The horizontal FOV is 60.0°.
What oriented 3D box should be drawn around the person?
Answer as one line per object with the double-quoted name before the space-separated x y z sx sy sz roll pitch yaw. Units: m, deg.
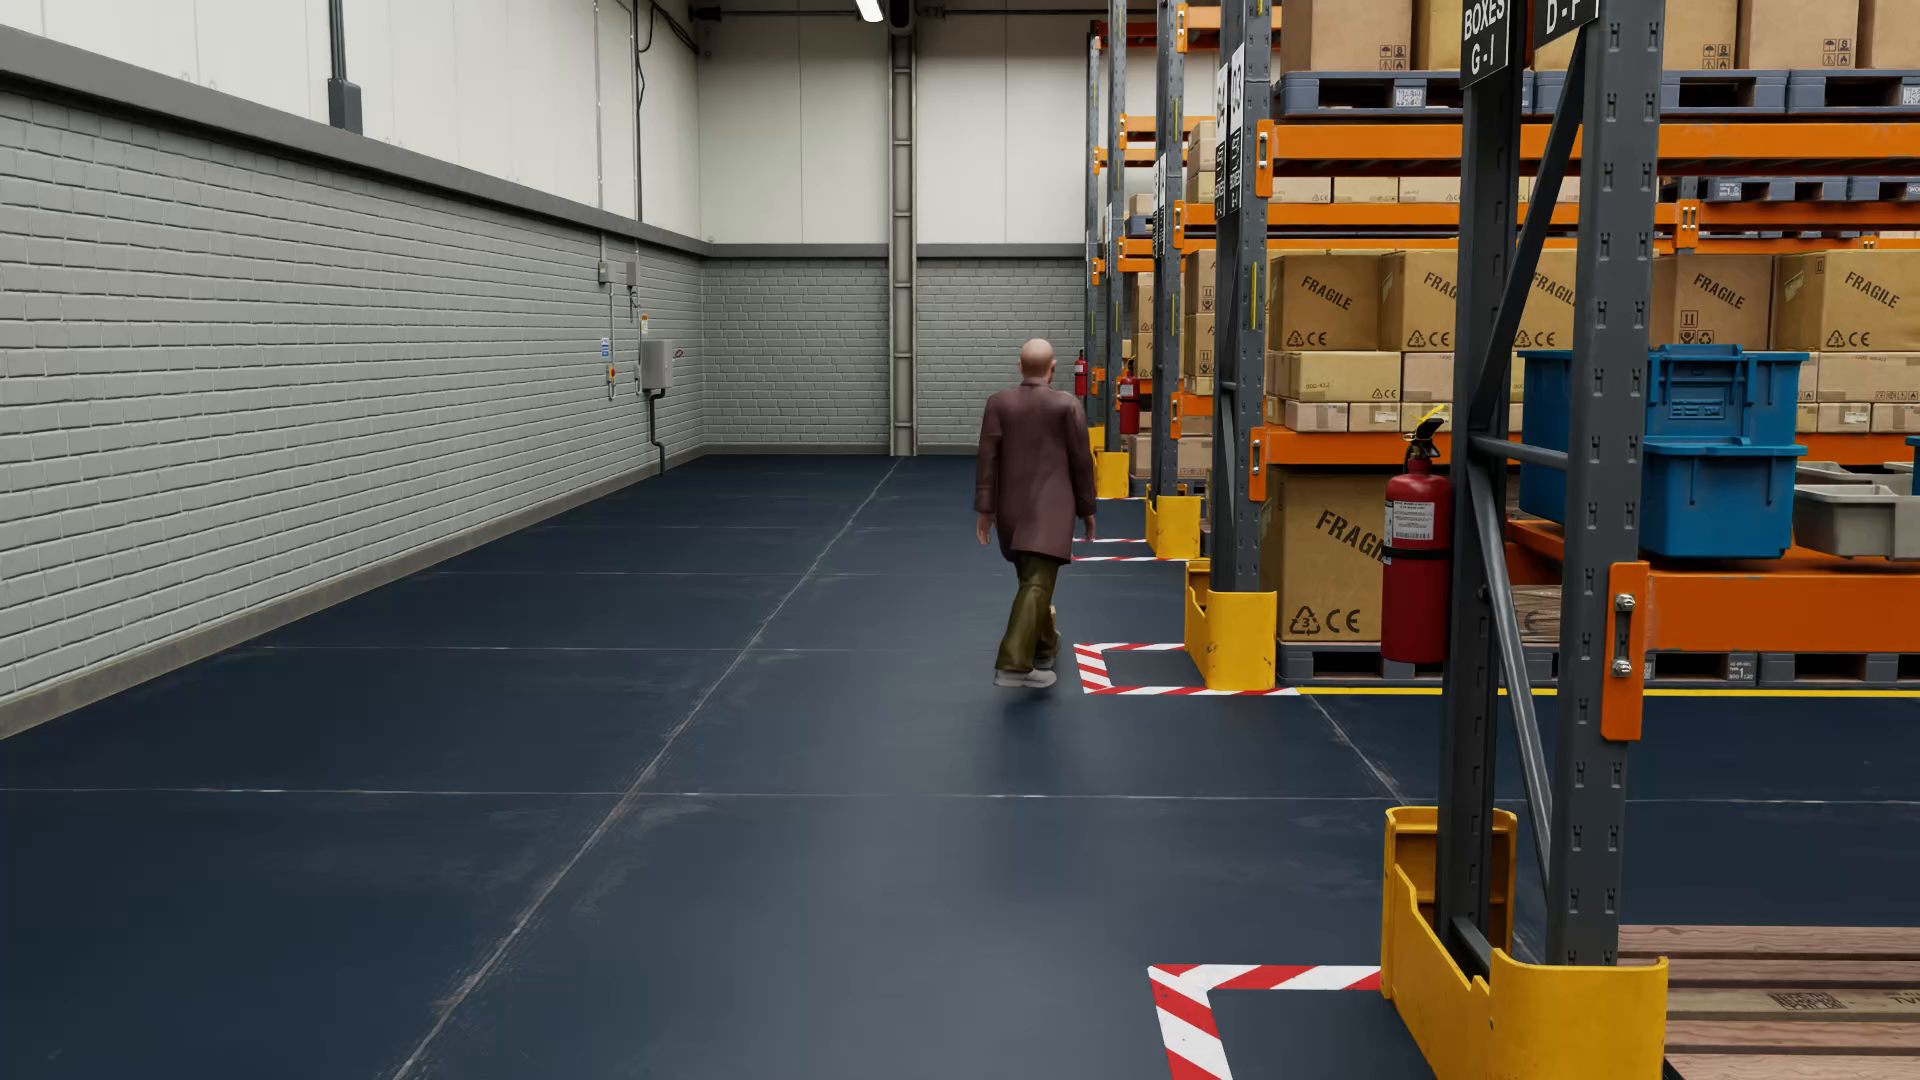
"person" 0.416 -0.151 8.484 0.579 1.740 1.042 4 8 30
